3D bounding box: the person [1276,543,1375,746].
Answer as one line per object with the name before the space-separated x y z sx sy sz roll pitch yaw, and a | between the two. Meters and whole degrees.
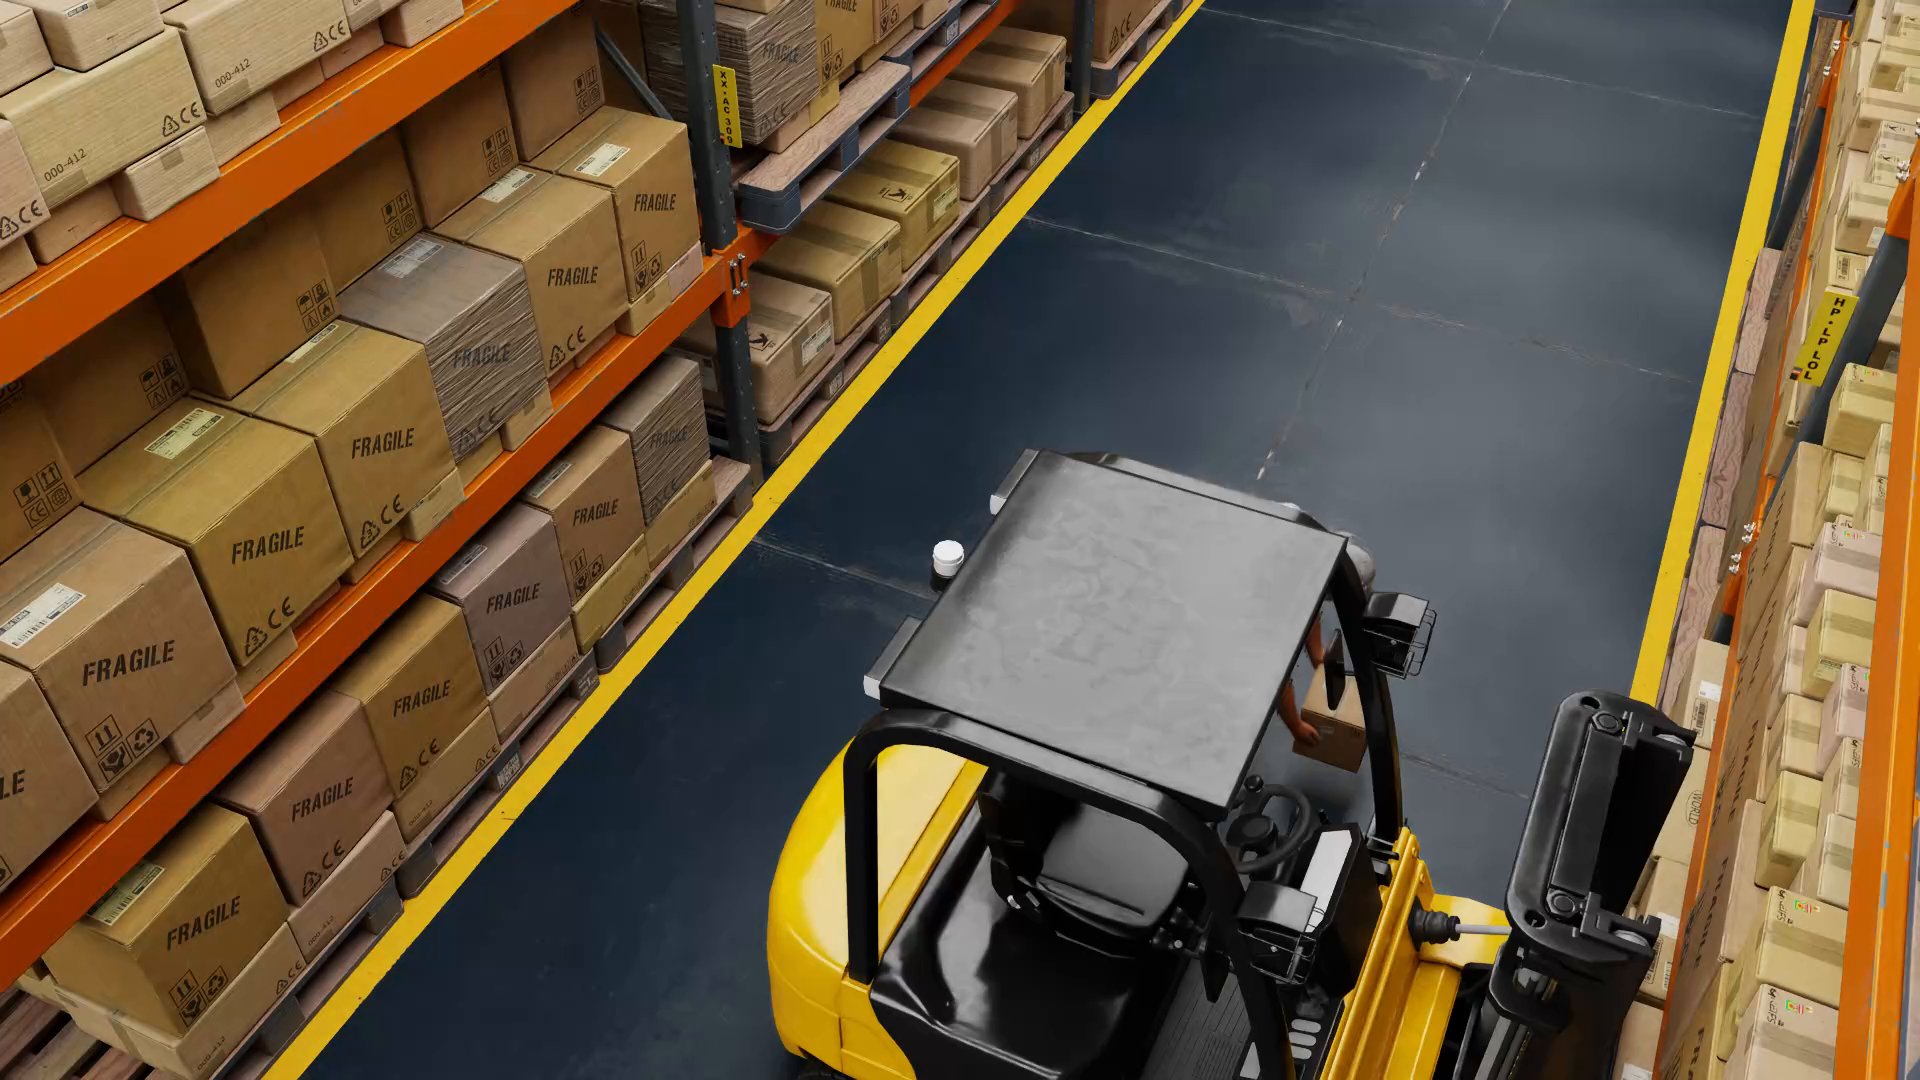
person | 1.063 0.373 6.167 0.827 1.108 0.537 17 45 18
